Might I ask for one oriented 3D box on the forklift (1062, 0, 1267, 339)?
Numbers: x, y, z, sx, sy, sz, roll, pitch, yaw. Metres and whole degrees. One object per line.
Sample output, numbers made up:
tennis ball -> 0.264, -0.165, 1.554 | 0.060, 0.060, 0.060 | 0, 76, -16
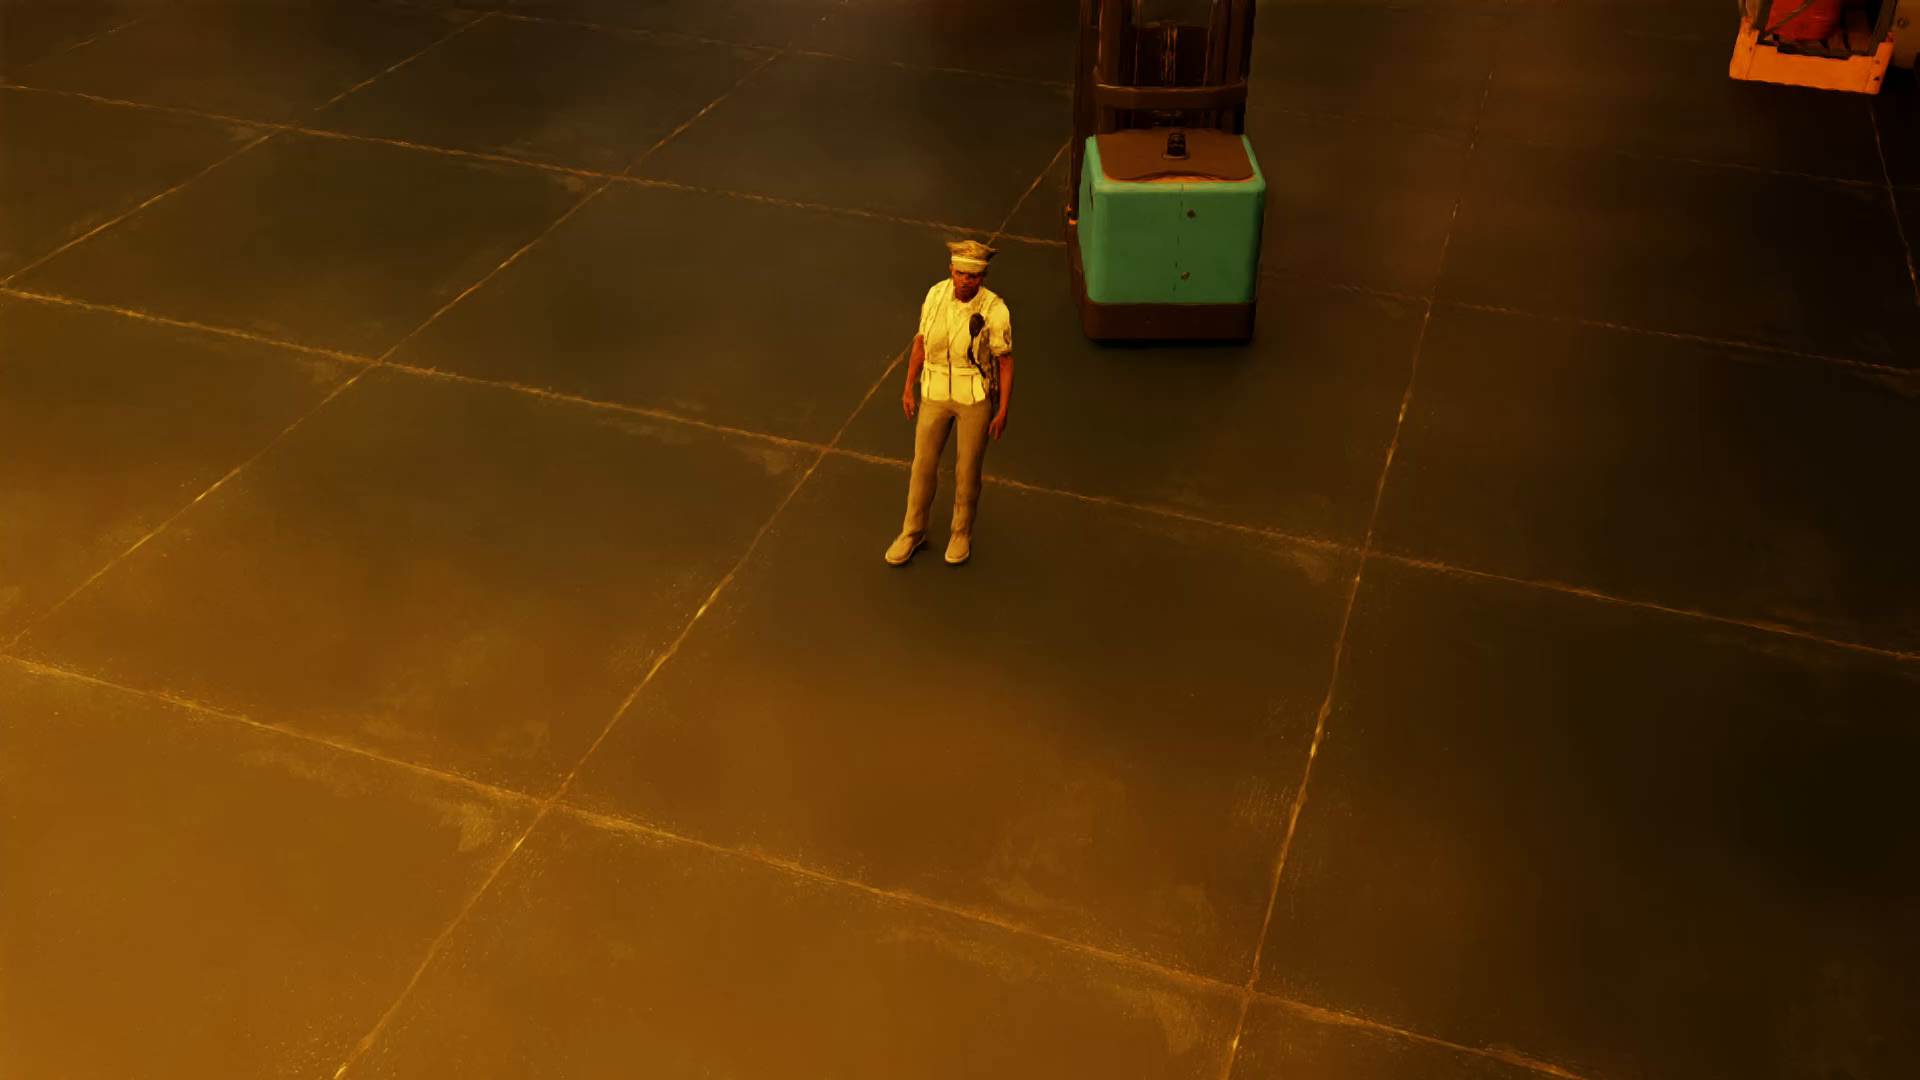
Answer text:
forklift -> 1.287, -3.255, 10.702 | 1.130, 2.935, 3.031 | 0, 35, 0

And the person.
person -> -0.043, -0.660, 8.099 | 0.570, 1.693, 0.529 | 12, 37, 16
